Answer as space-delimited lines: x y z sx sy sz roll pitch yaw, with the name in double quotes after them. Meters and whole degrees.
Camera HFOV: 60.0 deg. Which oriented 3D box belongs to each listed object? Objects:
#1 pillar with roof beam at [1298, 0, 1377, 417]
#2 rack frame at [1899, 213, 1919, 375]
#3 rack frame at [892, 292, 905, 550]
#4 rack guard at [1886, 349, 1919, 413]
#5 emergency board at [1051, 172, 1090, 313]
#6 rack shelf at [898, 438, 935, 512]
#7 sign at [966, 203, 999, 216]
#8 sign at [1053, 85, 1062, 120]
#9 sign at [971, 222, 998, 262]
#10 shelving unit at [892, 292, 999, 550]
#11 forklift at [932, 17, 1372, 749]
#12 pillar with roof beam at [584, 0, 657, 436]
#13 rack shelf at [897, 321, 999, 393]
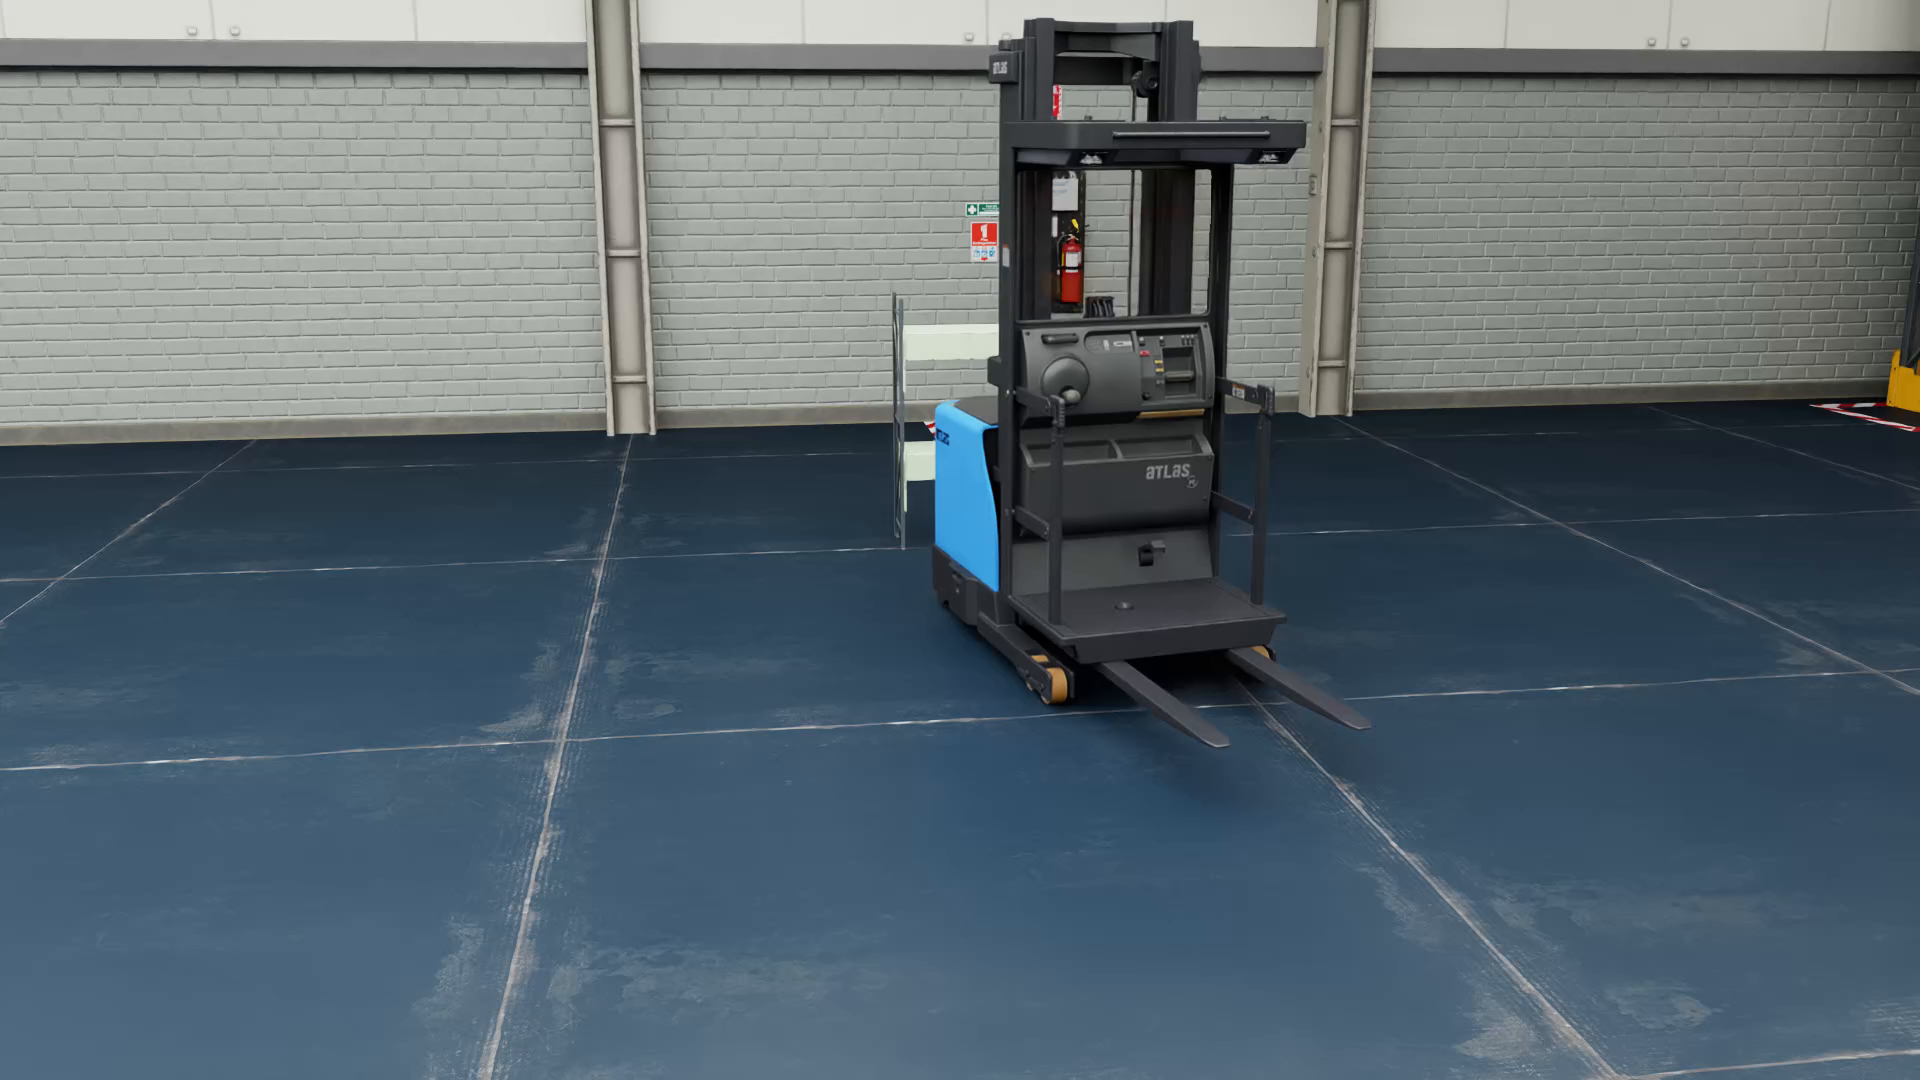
3.858 -4.443 9.440 0.400 9.000 9.100 -2 14 -8 "pillar with roof beam"
8.586 -2.553 14.235 0.127 3.000 1.000 -2 14 -8 "rack frame"
-0.369 -0.714 9.986 0.023 1.500 0.400 -2 14 -8 "rack frame"
8.662 -1.343 14.550 0.348 0.500 1.175 -2 14 -8 "rack guard"
0.767 -2.488 13.978 0.643 1.169 0.194 -2 14 -8 "emergency board"
-0.007 -0.411 10.118 0.720 0.370 0.431 -2 14 -8 "rack shelf"
0.211 -2.766 13.920 0.331 0.109 0.001 -2 14 -8 "sign"
0.745 -3.637 13.790 0.199 0.298 0.001 -2 14 -8 "sign"
0.205 -2.511 13.993 0.234 0.329 0.001 -2 14 -8 "sign"
-0.007 -0.727 10.038 0.755 1.500 0.431 -2 14 -8 "shelving unit"
0.799 -0.806 7.409 1.130 2.935 3.031 -5 15 -18 "forklift"
-2.075 -4.226 8.573 0.400 9.000 9.100 -2 14 -8 "pillar with roof beam"
-0.007 -1.106 9.943 0.720 0.370 0.431 -2 14 -8 "rack shelf"
